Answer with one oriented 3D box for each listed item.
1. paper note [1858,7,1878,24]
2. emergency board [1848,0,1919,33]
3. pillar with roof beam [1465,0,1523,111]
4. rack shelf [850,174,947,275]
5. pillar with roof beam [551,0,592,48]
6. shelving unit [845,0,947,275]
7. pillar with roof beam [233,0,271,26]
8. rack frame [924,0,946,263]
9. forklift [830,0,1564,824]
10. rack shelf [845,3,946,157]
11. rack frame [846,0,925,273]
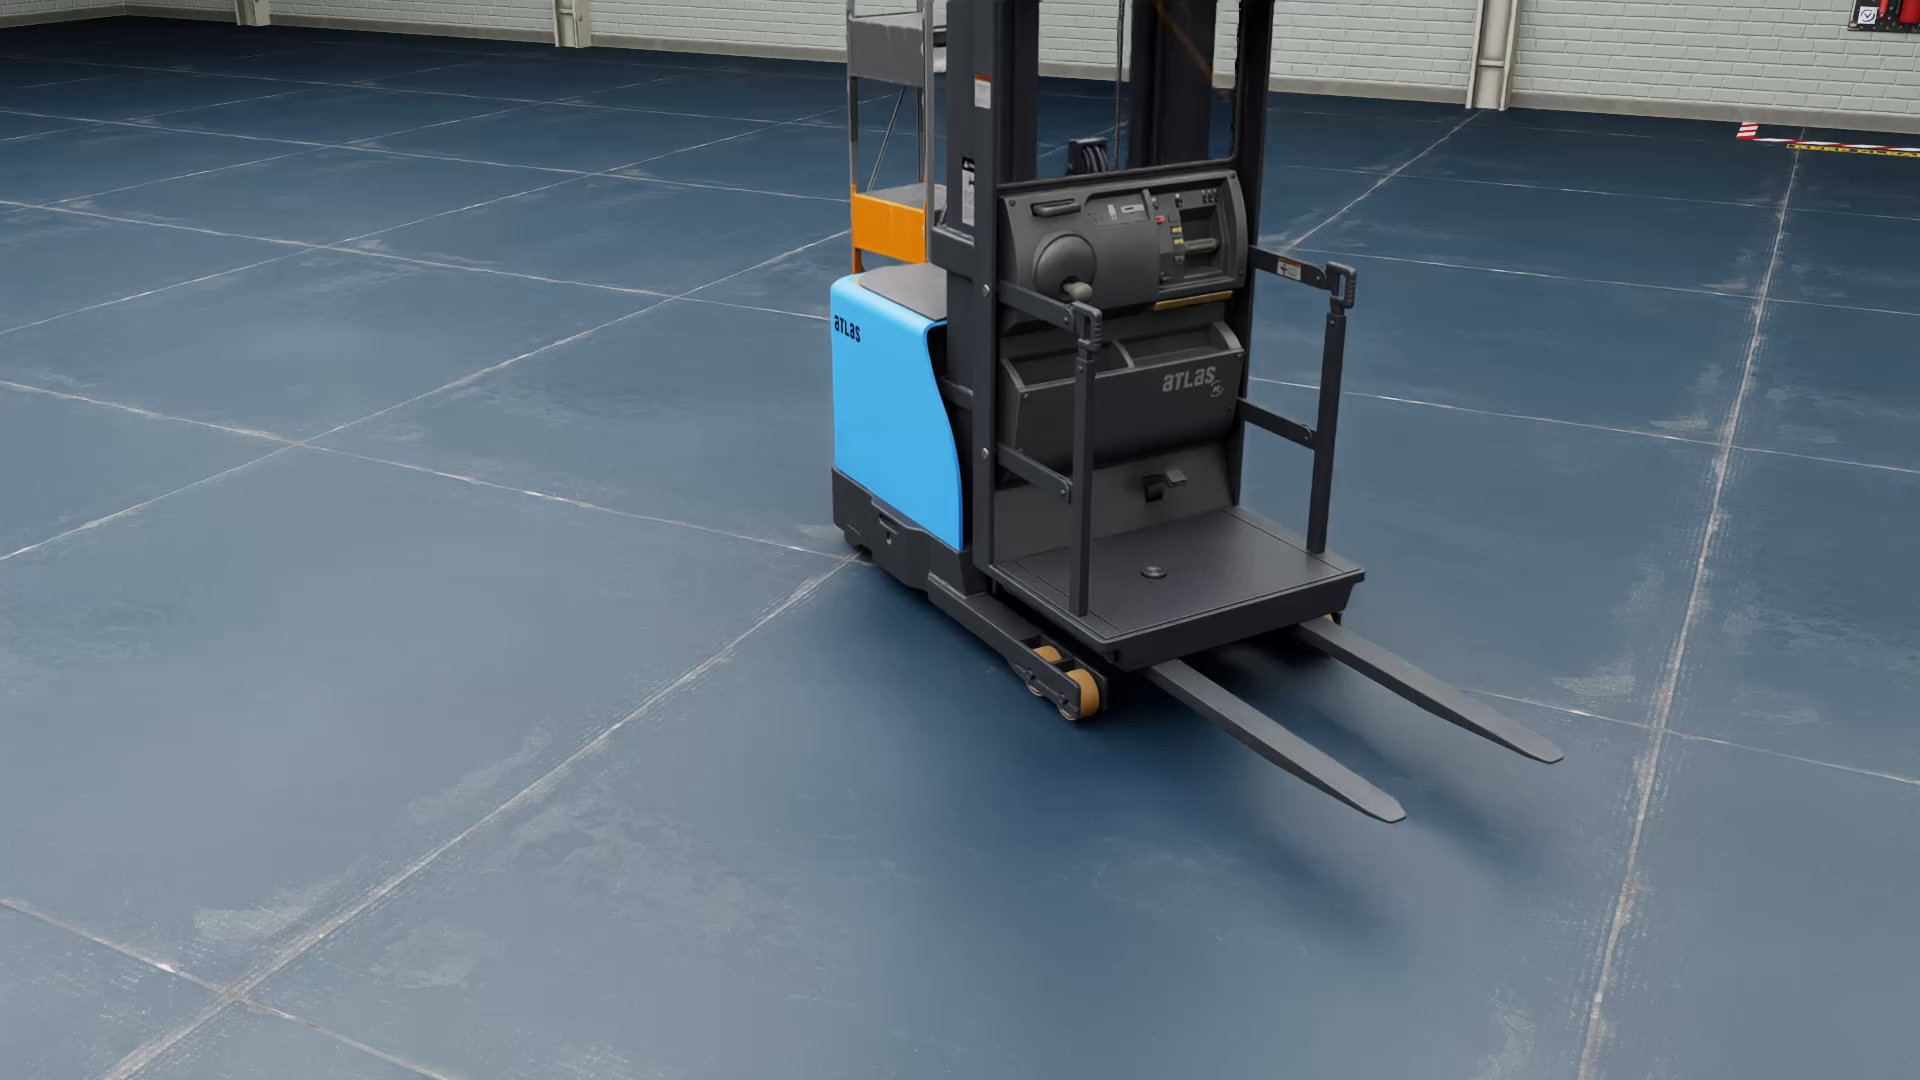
[{"bbox_3d":[8.557,-4.947,15.676,0.142,0.148,0.016,11,25,25],"label":"paper note"},{"bbox_3d":[8.684,-5.297,15.374,0.643,1.169,0.194,11,25,25],"label":"emergency board"},{"bbox_3d":[3.575,-7.164,12.098,0.400,9.000,9.100,11,25,25],"label":"pillar with roof beam"},{"bbox_3d":[-0.141,-1.215,6.958,0.431,0.518,0.480,-19,29,-37],"label":"rack shelf"},{"bbox_3d":[-7.134,-9.283,17.081,0.400,9.000,9.100,11,25,25],"label":"pillar with roof beam"},{"bbox_3d":[-0.141,-1.227,6.952,0.431,2.100,0.503,-19,29,-37],"label":"shelving unit"},{"bbox_3d":[-12.488,-10.343,19.572,0.400,9.000,9.100,11,25,25],"label":"pillar with roof beam"},{"bbox_3d":[0.019,-1.155,6.783,0.400,2.100,0.015,-19,29,-37],"label":"rack frame"},{"bbox_3d":[0.666,-0.970,5.287,1.130,2.935,3.031,-13,26,-28],"label":"forklift"},{"bbox_3d":[-0.141,-1.859,6.684,0.431,0.518,0.480,-19,29,-37],"label":"rack shelf"},{"bbox_3d":[-0.300,-1.299,7.122,0.400,2.100,0.015,-19,29,-37],"label":"rack frame"}]
